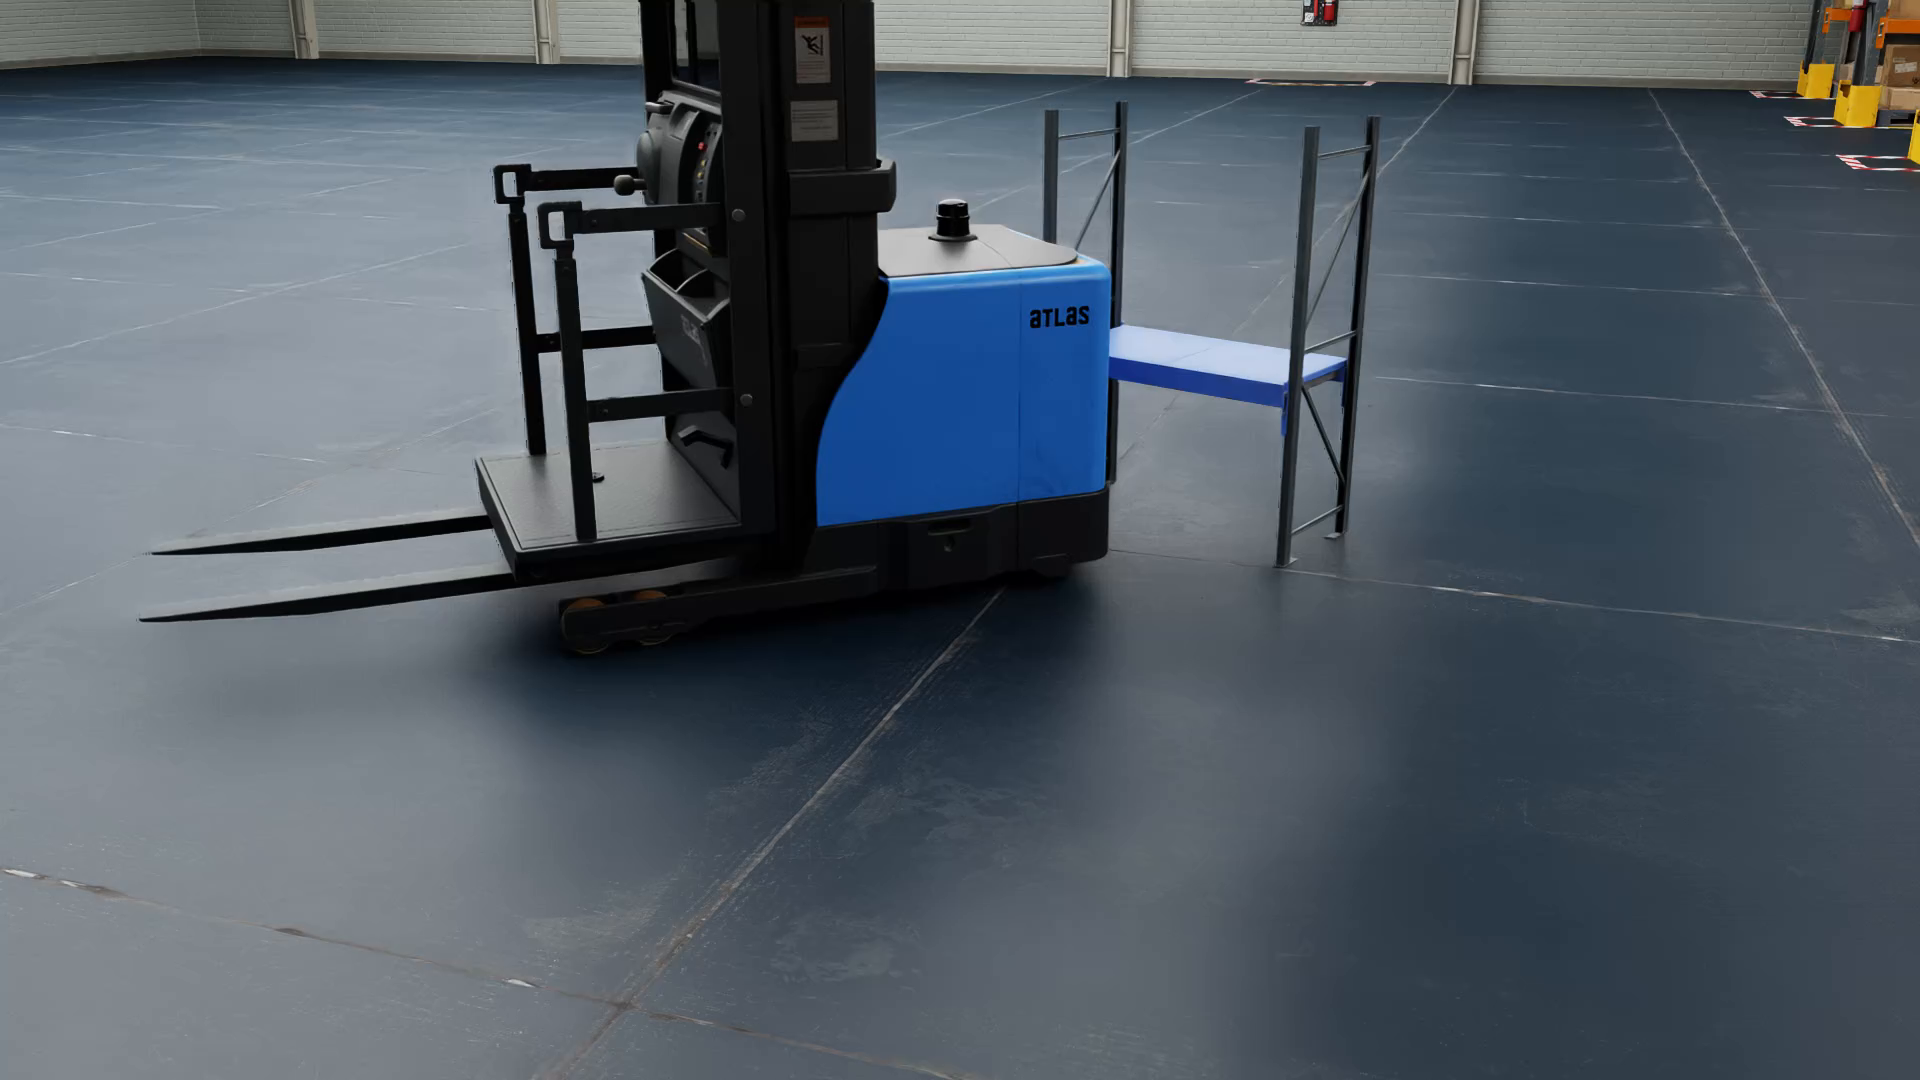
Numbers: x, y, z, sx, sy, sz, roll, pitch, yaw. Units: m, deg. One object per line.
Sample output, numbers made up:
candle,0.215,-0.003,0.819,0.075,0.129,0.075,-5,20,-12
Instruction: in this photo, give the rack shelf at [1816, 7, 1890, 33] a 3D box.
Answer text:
rack shelf,15.185,-7.838,25.099,4.000,0.370,1.077,7,20,18

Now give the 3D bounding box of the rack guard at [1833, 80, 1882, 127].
rack guard,11.651,-5.676,21.599,0.348,0.500,1.175,7,20,18

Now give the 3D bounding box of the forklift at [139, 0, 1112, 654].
forklift,-1.060,-1.232,5.158,3.031,2.935,1.130,-7,21,-20

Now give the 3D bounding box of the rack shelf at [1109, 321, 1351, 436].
rack shelf,0.868,-0.608,6.088,1.000,0.185,0.538,14,24,36

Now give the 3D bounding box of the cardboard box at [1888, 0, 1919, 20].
cardboard box,12.111,-6.846,21.008,0.500,0.500,0.700,7,20,18

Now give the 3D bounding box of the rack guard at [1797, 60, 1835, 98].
rack guard,13.368,-7.206,25.988,0.348,0.500,1.175,7,20,18

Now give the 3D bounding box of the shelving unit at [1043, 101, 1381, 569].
shelving unit,0.868,-0.778,6.029,1.048,1.500,0.538,14,24,36

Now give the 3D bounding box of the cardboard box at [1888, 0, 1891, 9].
cardboard box,14.148,-8.130,25.039,0.500,0.250,0.500,6,20,16

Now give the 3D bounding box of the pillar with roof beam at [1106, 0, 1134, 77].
pillar with roof beam,1.493,-11.378,25.046,0.400,9.000,9.100,7,20,18

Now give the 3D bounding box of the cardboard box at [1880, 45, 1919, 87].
cardboard box,12.278,-6.142,21.540,0.500,0.500,0.500,7,20,18

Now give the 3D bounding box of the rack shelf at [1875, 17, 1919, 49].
rack shelf,13.563,-6.298,20.679,4.000,0.370,1.077,7,20,18

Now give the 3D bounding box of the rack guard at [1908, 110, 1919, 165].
rack guard,10.132,-4.140,17.193,0.348,0.500,1.175,7,20,18

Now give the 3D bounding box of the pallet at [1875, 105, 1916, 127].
pallet,12.410,-5.467,21.440,1.213,0.211,1.003,7,20,18

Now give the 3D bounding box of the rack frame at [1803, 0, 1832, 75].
rack frame,13.296,-8.394,25.600,0.127,3.000,1.000,7,20,18

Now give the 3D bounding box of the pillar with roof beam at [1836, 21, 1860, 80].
pillar with roof beam,12.828,-10.082,21.328,0.400,9.000,9.100,7,20,18

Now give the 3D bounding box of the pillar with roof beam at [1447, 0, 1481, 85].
pillar with roof beam,7.161,-10.730,23.187,0.400,9.000,9.100,7,20,18

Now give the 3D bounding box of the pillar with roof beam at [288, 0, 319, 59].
pillar with roof beam,-15.510,-13.322,30.624,0.400,9.000,9.100,7,20,18

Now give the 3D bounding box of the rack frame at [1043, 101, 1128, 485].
rack frame,0.468,-0.881,6.325,0.032,1.500,0.500,14,24,36

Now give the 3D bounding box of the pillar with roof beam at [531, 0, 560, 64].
pillar with roof beam,-9.843,-12.674,28.765,0.400,9.000,9.100,7,20,18

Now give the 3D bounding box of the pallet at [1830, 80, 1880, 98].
pallet,14.124,-6.970,25.753,1.213,0.211,1.003,7,20,18

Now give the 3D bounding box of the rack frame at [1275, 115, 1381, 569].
rack frame,1.268,-0.674,5.732,0.032,1.500,0.500,14,24,36

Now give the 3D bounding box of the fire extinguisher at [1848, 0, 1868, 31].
fire extinguisher,11.715,-6.974,21.644,0.183,0.674,0.296,7,20,18

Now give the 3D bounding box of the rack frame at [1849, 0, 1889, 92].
rack frame,11.674,-6.854,21.181,0.127,3.000,1.000,7,20,18

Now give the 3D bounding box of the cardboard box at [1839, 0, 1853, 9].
cardboard box,13.653,-8.181,25.187,0.500,0.250,0.500,6,20,16

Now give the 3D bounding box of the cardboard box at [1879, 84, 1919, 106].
cardboard box,12.277,-5.787,21.661,0.500,0.250,0.500,7,20,18

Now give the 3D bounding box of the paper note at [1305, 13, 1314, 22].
paper note,6.107,-9.139,29.076,0.142,0.148,0.016,7,20,18

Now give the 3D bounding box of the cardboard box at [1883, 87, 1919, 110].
cardboard box,12.107,-5.626,21.199,0.500,0.250,0.500,7,20,18

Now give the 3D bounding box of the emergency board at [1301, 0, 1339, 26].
emergency board,6.251,-9.514,28.814,0.643,1.169,0.194,7,20,18

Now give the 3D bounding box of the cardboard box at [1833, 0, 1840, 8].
cardboard box,13.801,-8.343,25.650,0.500,0.250,0.500,7,20,19

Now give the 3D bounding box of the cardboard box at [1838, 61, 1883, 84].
cardboard box,13.920,-7.230,25.676,0.500,0.311,0.500,4,20,12
